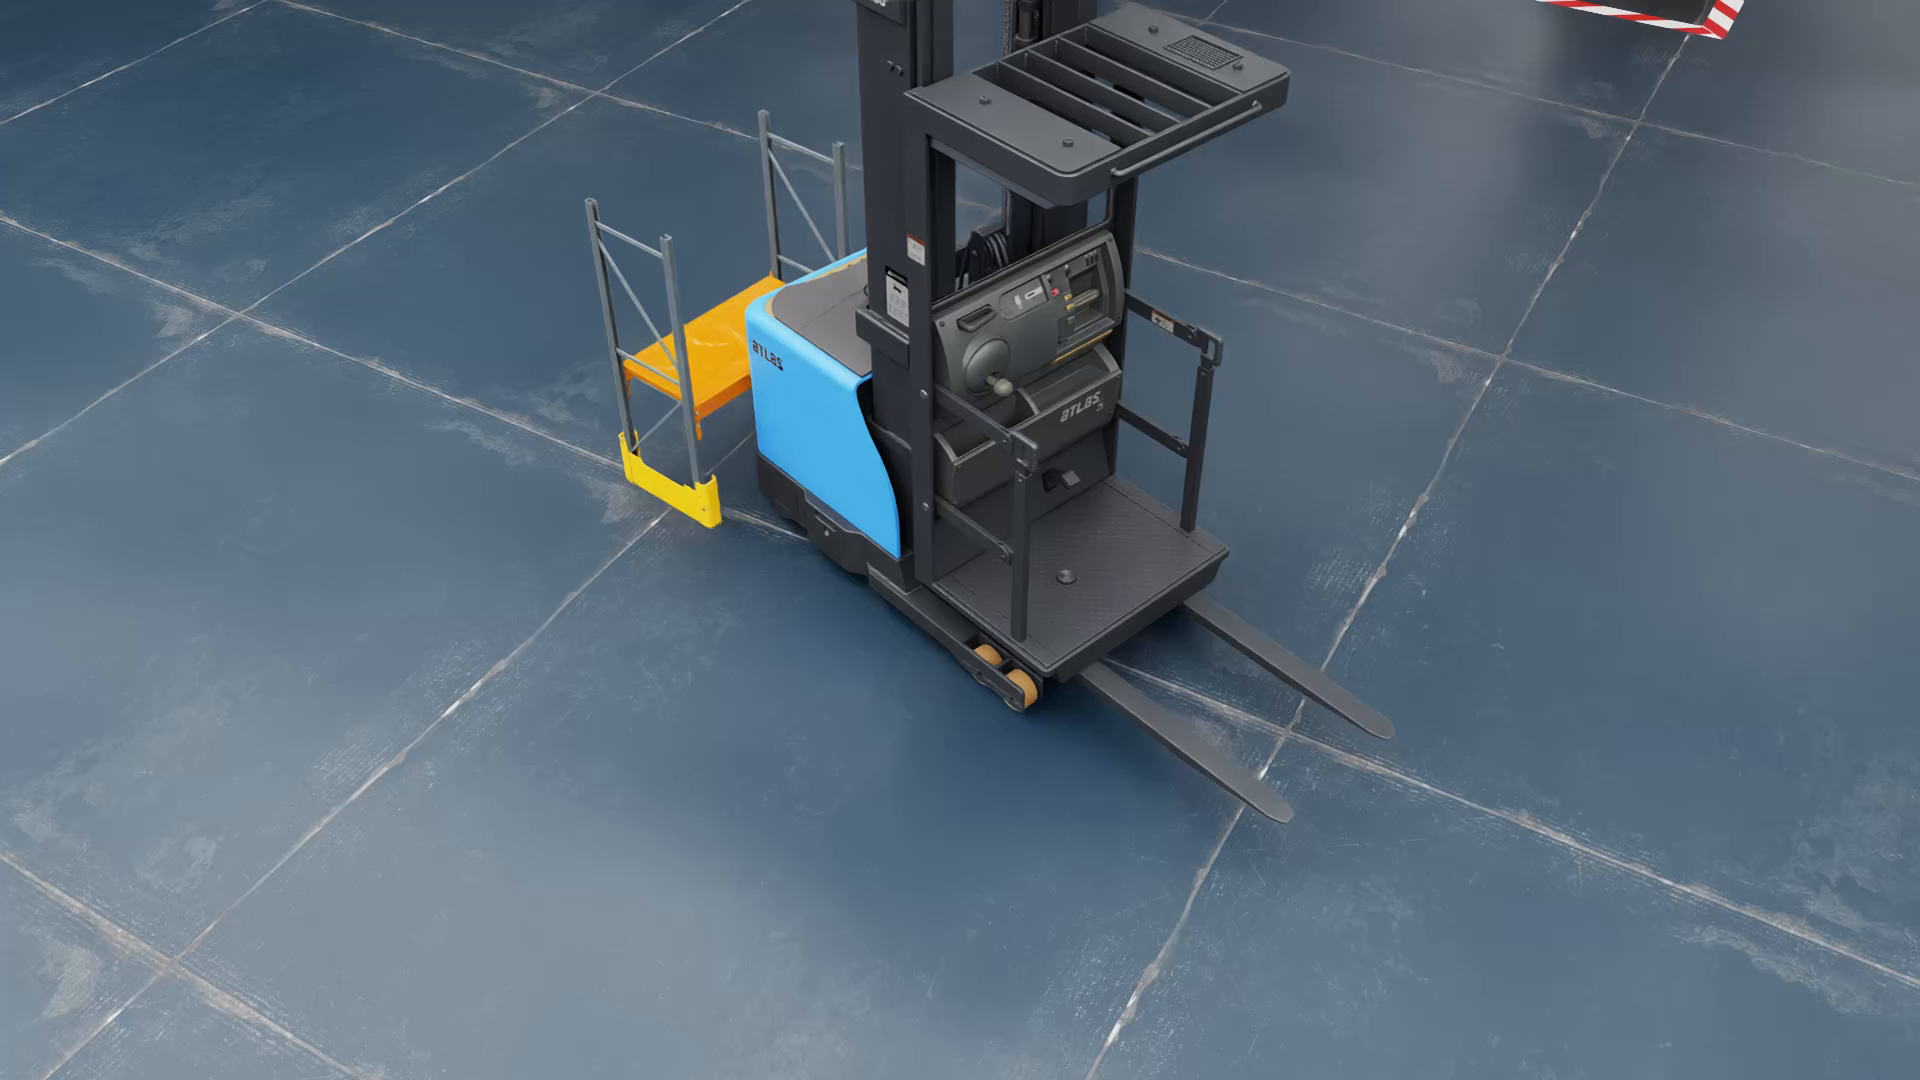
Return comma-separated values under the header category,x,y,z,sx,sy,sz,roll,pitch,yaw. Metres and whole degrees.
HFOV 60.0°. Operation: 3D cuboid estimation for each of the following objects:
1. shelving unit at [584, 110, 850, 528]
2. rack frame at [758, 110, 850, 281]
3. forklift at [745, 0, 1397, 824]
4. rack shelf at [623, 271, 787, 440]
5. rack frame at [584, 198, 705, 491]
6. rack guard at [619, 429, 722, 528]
category,x,y,z,sx,sy,sz,roll,pitch,yaw
shelving unit,-1.026,-1.011,7.579,0.587,1.500,1.083,29,49,29
rack frame,-0.707,-1.266,7.868,0.500,1.500,0.032,29,49,29
forklift,0.421,-0.790,6.245,1.130,2.935,3.031,-31,50,-30
rack shelf,-1.032,-0.872,7.693,0.538,0.185,1.000,29,49,29
rack frame,-1.356,-0.748,7.280,0.500,1.500,0.032,29,49,29
rack guard,-1.343,-0.289,7.704,0.587,0.250,0.087,29,49,29
